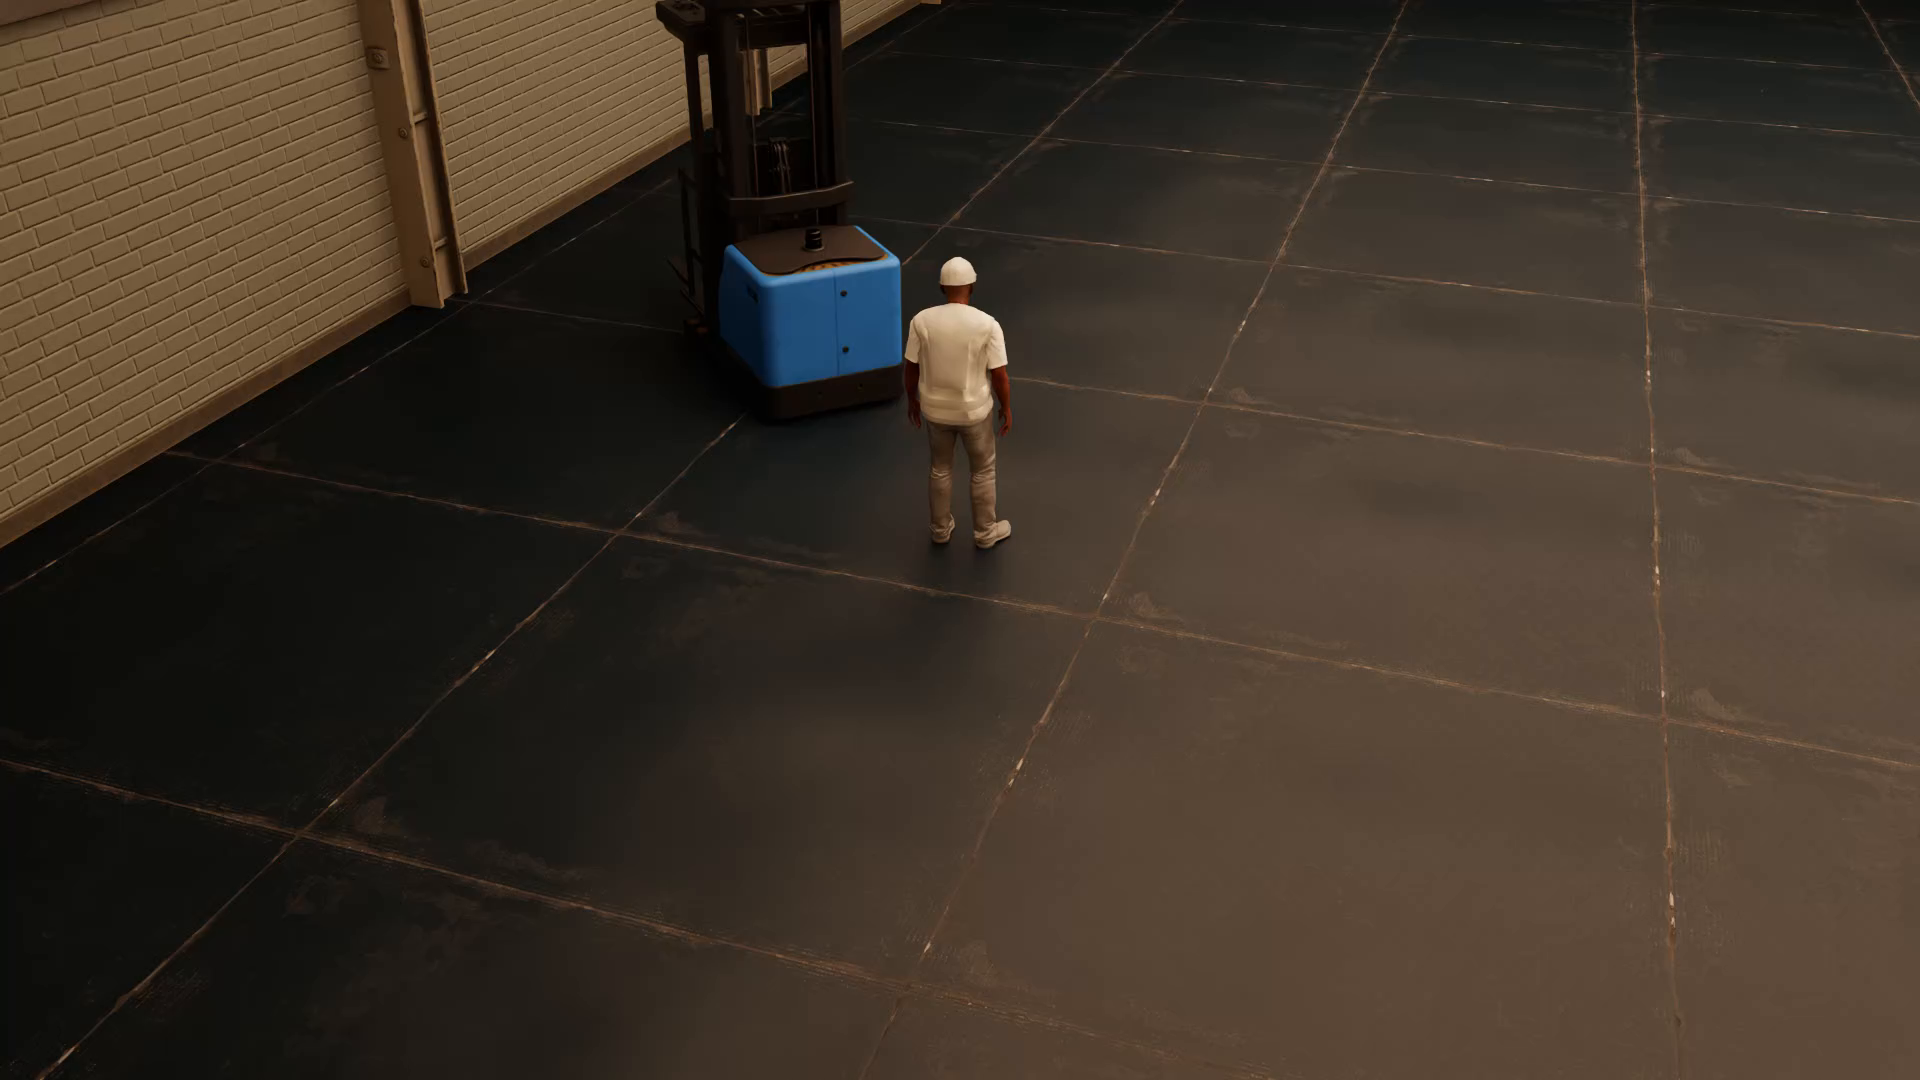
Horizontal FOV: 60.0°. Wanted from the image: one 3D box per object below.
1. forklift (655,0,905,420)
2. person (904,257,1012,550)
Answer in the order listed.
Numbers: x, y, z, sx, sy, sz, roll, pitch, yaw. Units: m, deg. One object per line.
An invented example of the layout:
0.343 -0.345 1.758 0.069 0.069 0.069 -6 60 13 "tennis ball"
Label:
-1.472 -2.807 12.061 1.130 2.935 3.031 -13 32 -22 "forklift"
-0.005 -0.785 9.700 0.629 1.759 0.460 8 31 13 "person"
